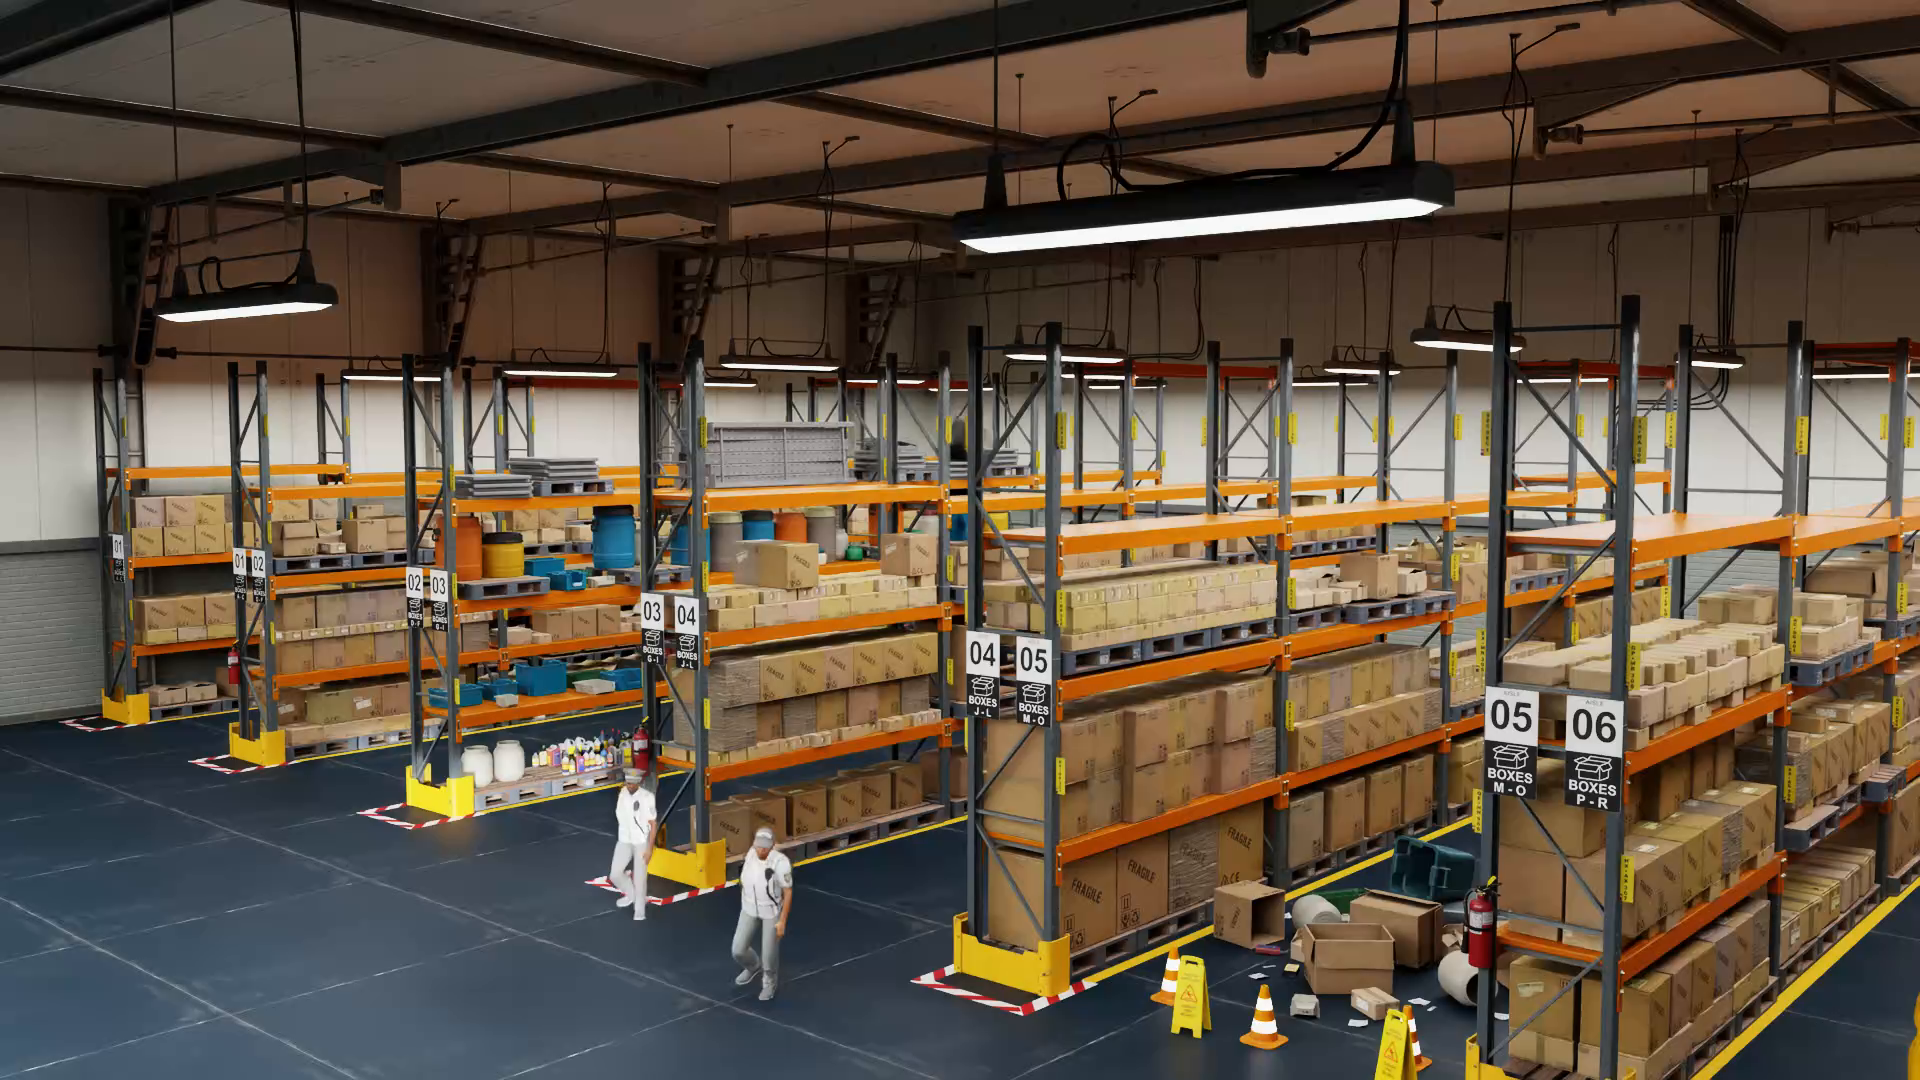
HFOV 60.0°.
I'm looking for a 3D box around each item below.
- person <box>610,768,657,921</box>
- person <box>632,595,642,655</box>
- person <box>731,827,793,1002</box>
[{"bbox_3d":[-3.342,3.107,17.076,0.613,1.633,0.555,1,4,18],"label":"person"},{"bbox_3d":[-6.255,1.847,33.356,0.662,1.713,0.801,2,5,28],"label":"person"},{"bbox_3d":[-1.747,3.291,14.667,0.638,1.619,0.626,1,4,15],"label":"person"}]
